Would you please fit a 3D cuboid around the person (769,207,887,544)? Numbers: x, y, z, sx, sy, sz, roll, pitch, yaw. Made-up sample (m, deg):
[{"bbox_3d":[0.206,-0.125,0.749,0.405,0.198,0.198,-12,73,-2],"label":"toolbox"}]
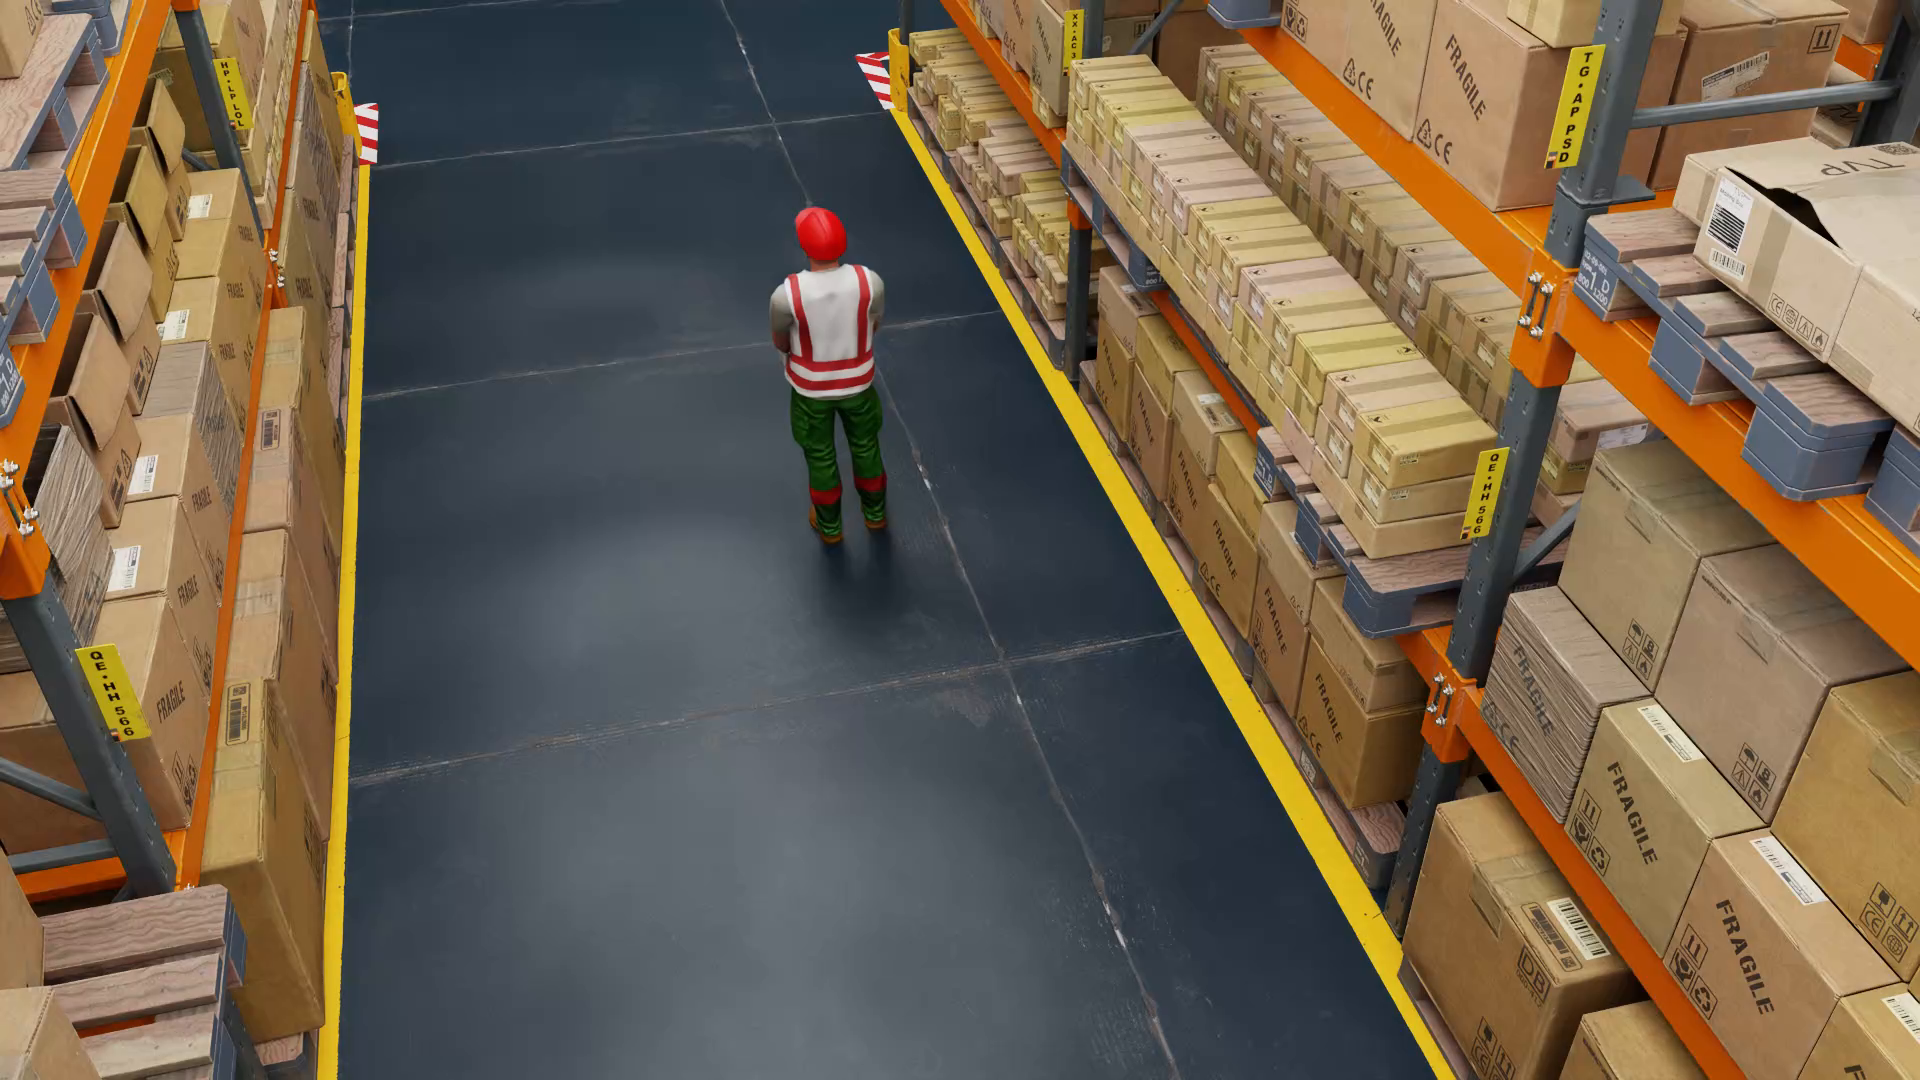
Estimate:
[{"bbox_3d":[-0.600,-0.766,7.677,0.539,1.793,0.513,-9,39,-11],"label":"person"}]
